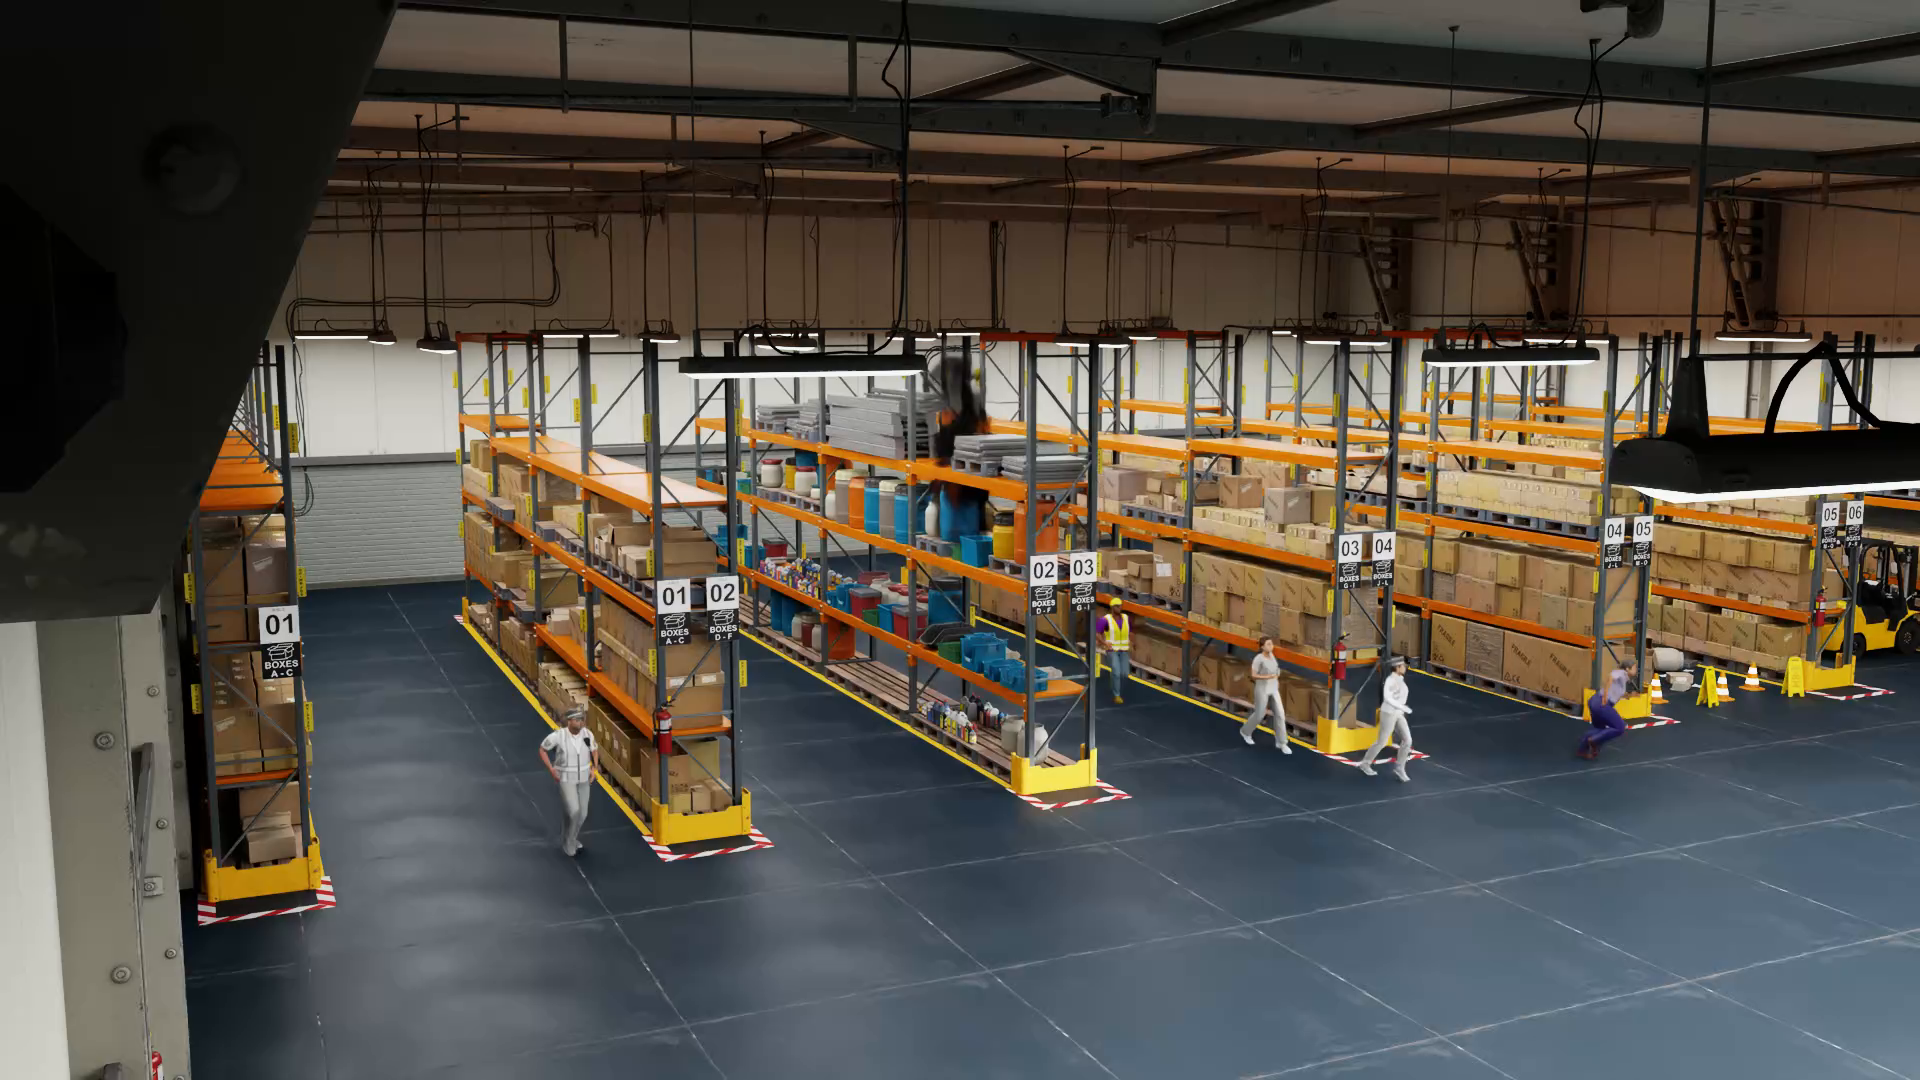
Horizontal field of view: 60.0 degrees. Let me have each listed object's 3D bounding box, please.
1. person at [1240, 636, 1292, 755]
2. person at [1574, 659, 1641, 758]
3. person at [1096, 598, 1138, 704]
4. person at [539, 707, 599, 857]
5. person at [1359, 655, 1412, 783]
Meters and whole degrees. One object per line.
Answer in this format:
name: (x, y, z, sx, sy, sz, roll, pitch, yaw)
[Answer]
person: (4.447, 2.230, 24.213, 0.578, 1.684, 0.877, -5, 9, -33)
person: (9.247, 2.416, 23.690, 0.864, 1.483, 0.637, 2, 8, 13)
person: (2.553, 1.800, 27.403, 0.702, 1.726, 0.598, -3, 8, -20)
person: (-4.556, 2.837, 19.632, 0.679, 1.778, 0.636, -6, 10, -36)
person: (5.928, 2.437, 22.874, 0.686, 1.724, 0.687, 5, 9, 33)
